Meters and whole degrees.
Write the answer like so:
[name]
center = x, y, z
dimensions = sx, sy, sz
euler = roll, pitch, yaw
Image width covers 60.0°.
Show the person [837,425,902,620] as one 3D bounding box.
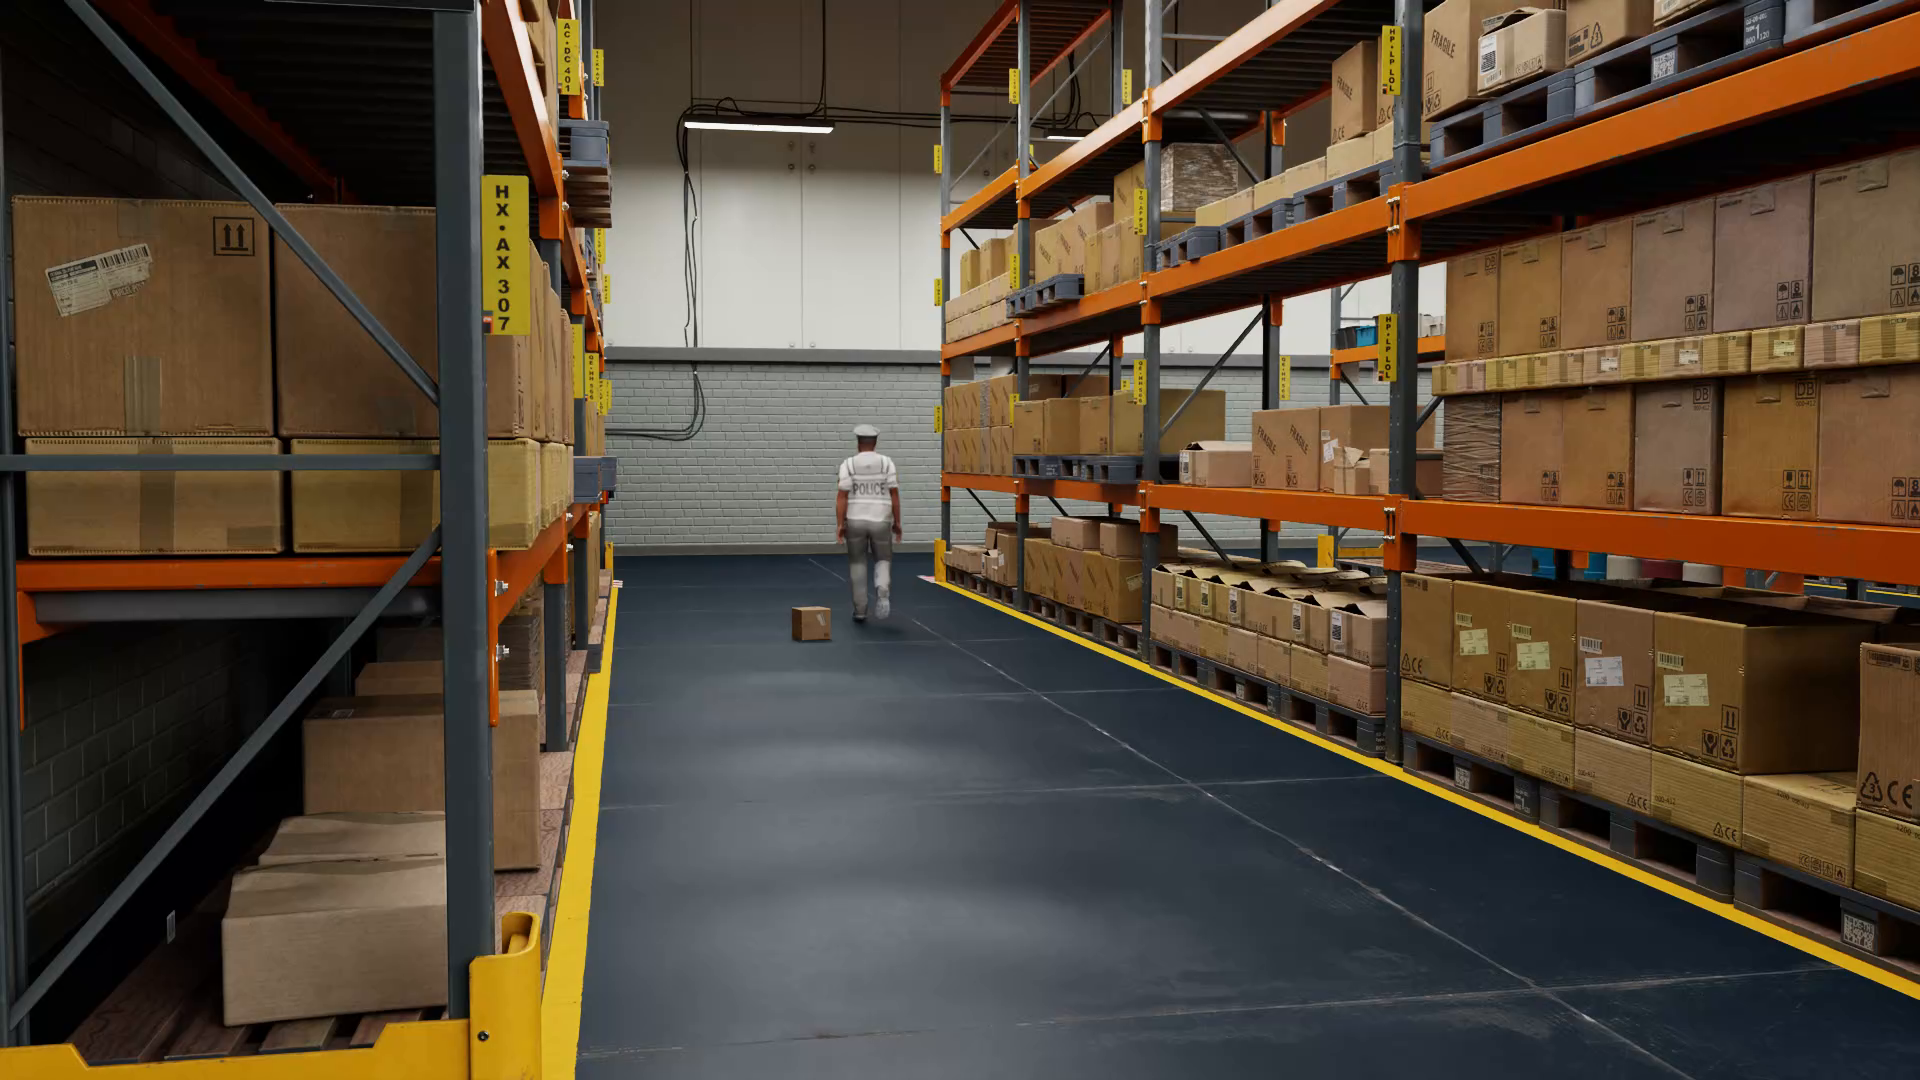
[person]
center = -0.814, -0.160, 15.005
dimensions = 0.597, 1.761, 0.534
euler = 0, 3, -7
